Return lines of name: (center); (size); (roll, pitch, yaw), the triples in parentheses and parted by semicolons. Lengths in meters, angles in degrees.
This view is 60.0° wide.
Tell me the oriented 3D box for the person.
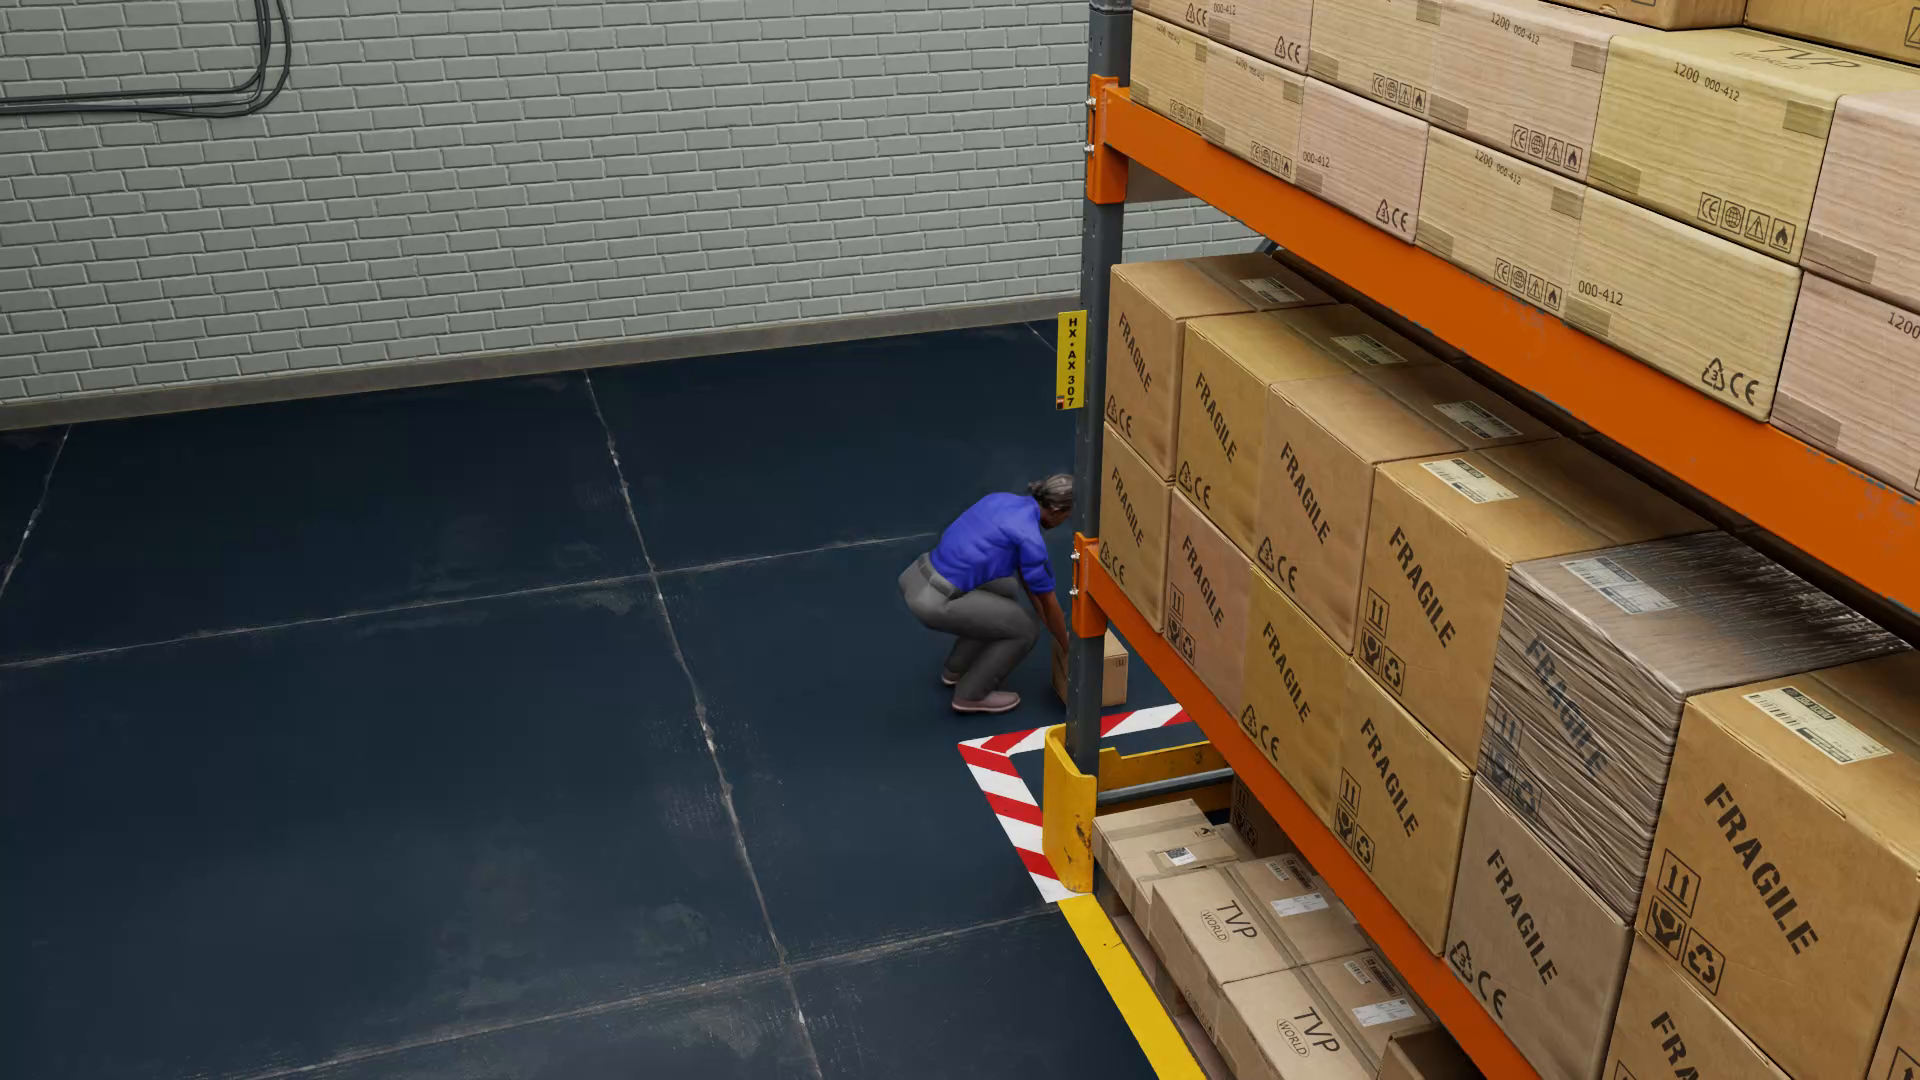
person: (0.136, 0.212, 6.966); (0.789, 0.976, 0.469); (-6, 27, -11)
